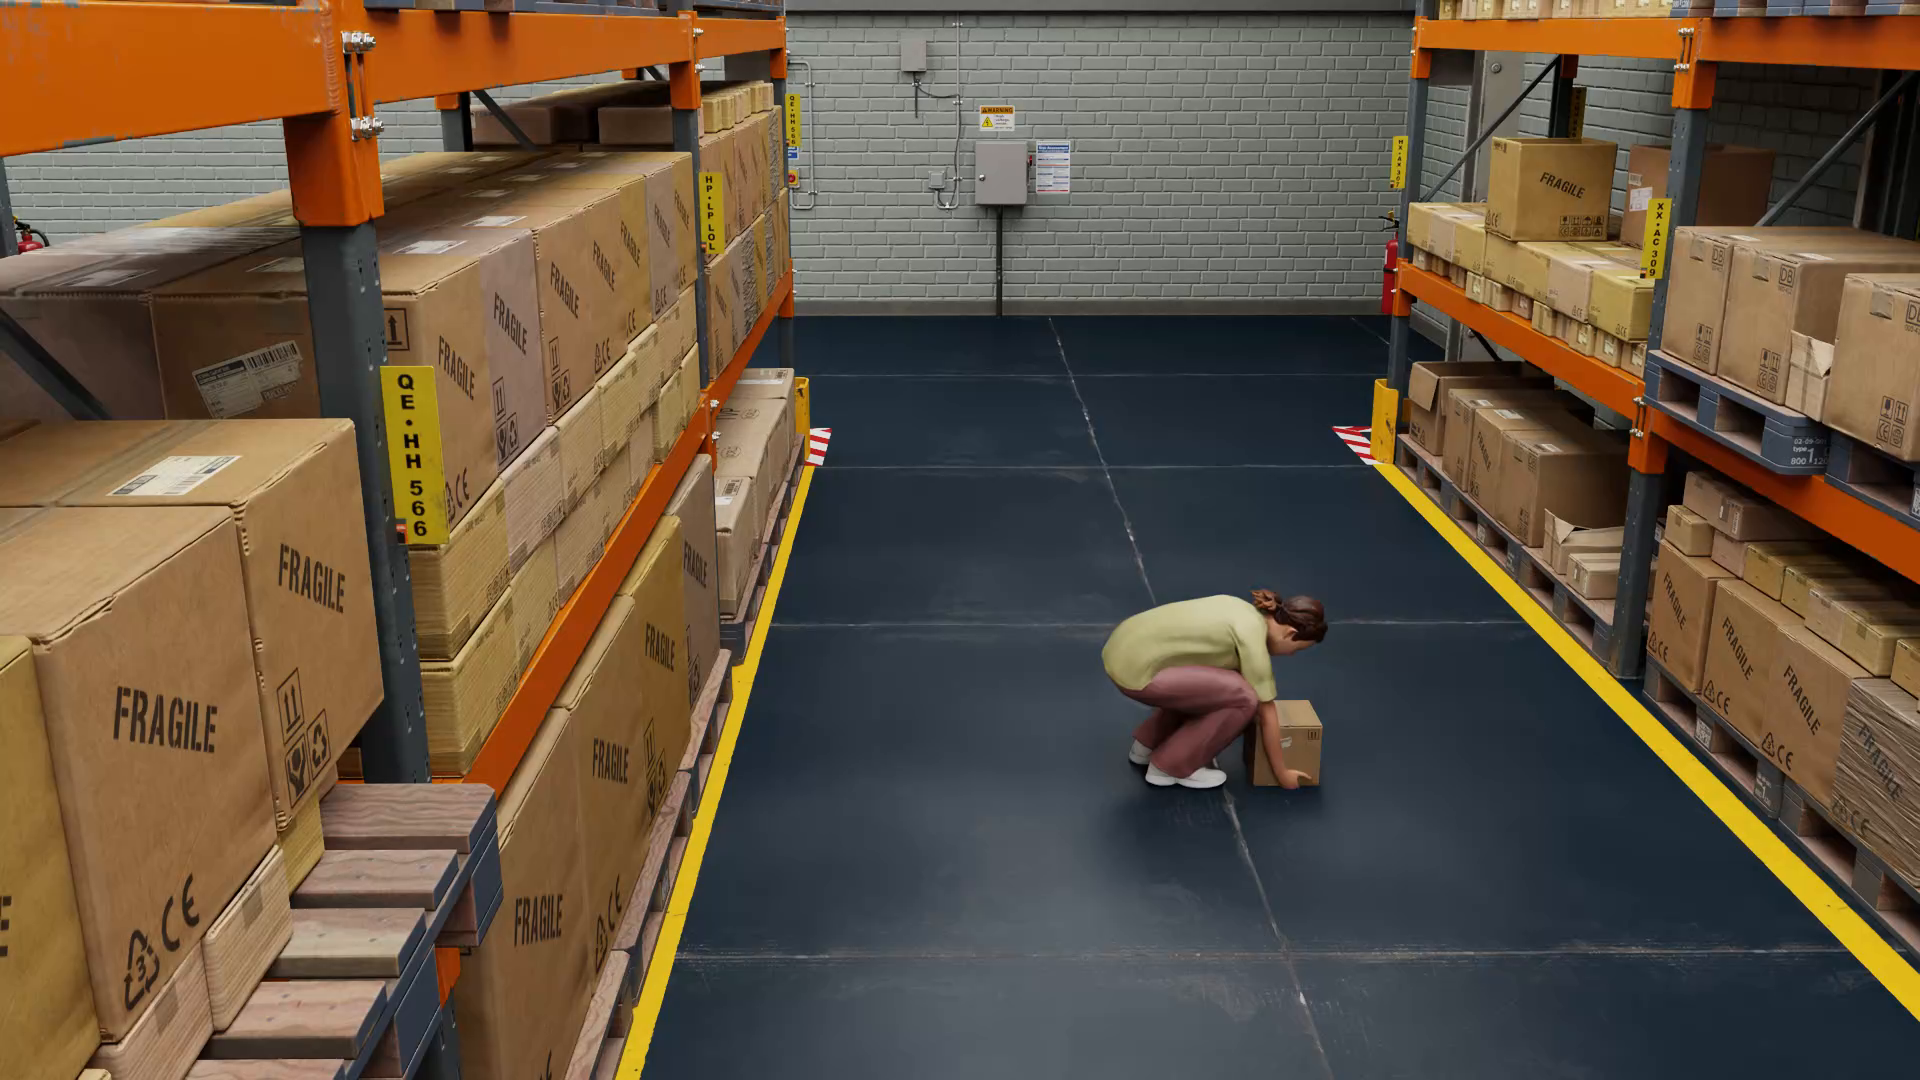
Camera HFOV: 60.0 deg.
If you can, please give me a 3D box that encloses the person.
[{"bbox_3d":[0.968,0.553,6.364,0.858,0.767,0.452,-1,17,-2],"label":"person"}]
